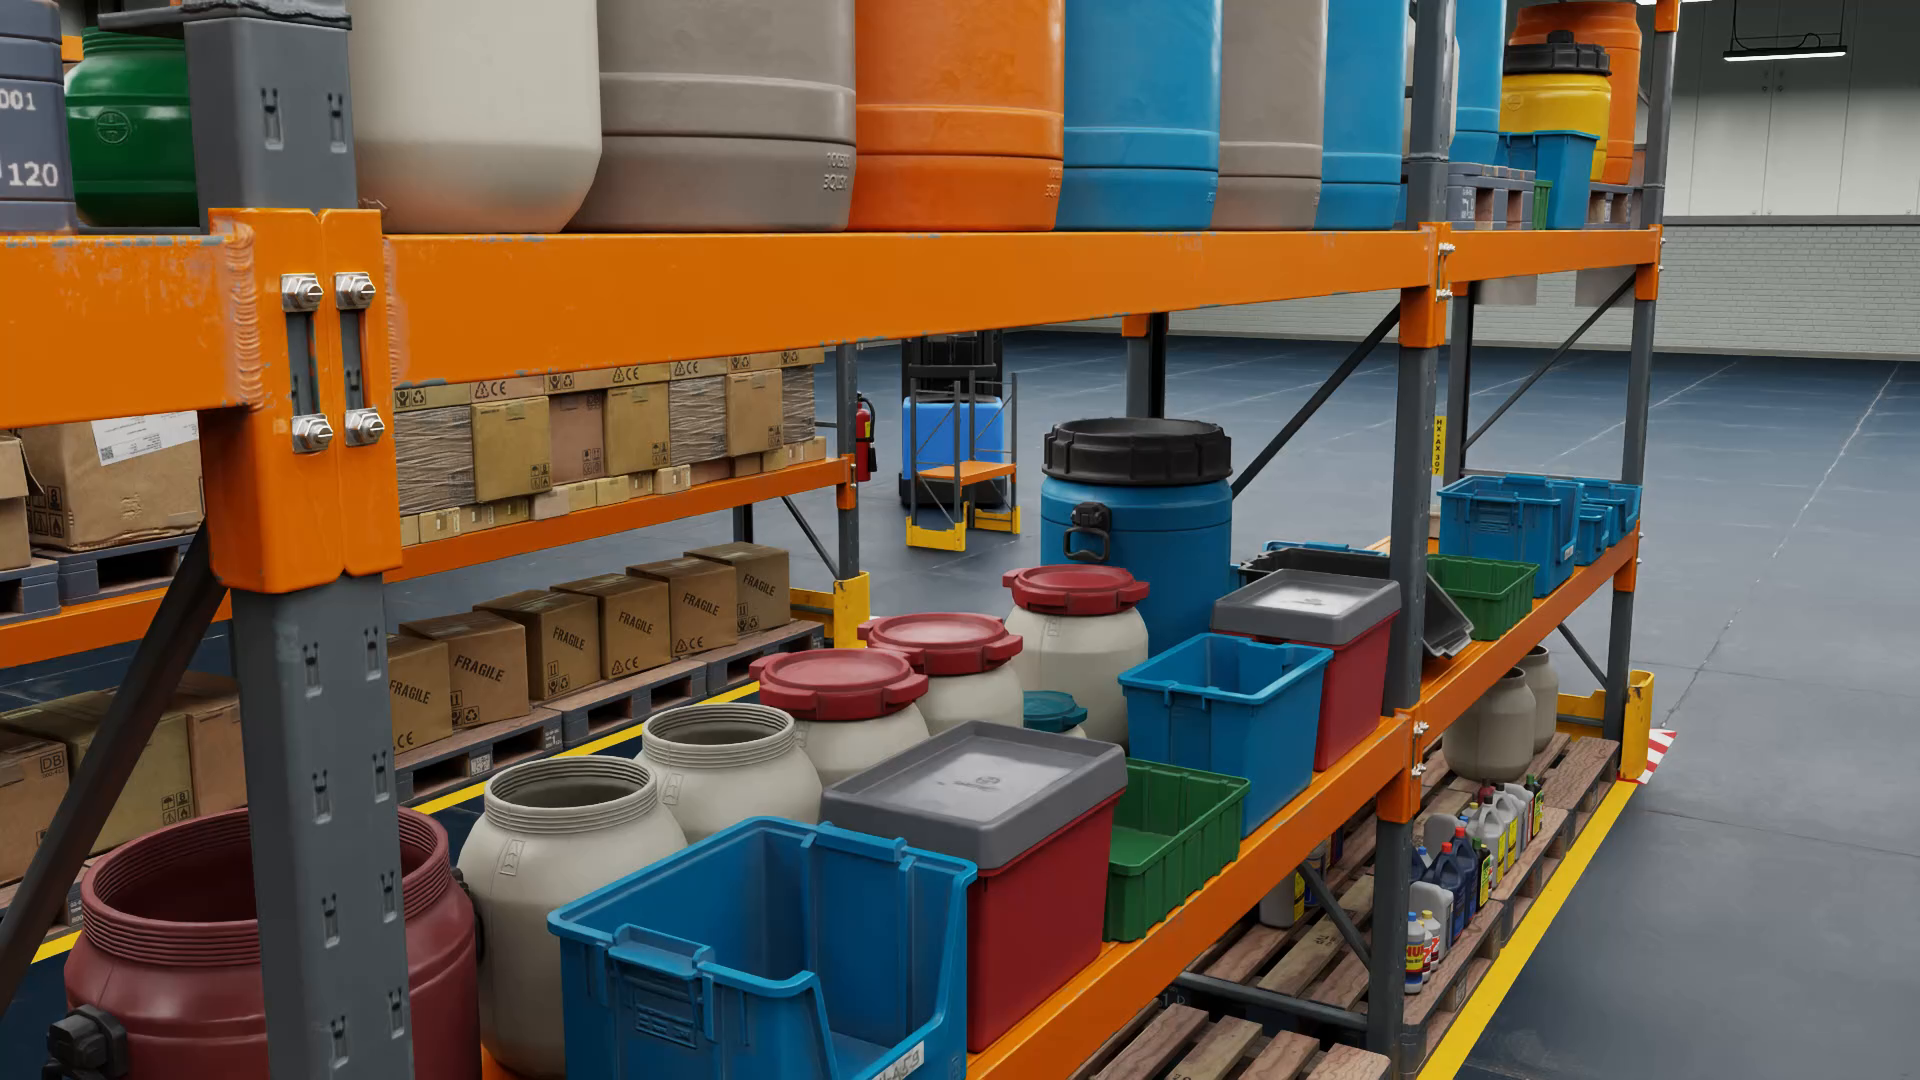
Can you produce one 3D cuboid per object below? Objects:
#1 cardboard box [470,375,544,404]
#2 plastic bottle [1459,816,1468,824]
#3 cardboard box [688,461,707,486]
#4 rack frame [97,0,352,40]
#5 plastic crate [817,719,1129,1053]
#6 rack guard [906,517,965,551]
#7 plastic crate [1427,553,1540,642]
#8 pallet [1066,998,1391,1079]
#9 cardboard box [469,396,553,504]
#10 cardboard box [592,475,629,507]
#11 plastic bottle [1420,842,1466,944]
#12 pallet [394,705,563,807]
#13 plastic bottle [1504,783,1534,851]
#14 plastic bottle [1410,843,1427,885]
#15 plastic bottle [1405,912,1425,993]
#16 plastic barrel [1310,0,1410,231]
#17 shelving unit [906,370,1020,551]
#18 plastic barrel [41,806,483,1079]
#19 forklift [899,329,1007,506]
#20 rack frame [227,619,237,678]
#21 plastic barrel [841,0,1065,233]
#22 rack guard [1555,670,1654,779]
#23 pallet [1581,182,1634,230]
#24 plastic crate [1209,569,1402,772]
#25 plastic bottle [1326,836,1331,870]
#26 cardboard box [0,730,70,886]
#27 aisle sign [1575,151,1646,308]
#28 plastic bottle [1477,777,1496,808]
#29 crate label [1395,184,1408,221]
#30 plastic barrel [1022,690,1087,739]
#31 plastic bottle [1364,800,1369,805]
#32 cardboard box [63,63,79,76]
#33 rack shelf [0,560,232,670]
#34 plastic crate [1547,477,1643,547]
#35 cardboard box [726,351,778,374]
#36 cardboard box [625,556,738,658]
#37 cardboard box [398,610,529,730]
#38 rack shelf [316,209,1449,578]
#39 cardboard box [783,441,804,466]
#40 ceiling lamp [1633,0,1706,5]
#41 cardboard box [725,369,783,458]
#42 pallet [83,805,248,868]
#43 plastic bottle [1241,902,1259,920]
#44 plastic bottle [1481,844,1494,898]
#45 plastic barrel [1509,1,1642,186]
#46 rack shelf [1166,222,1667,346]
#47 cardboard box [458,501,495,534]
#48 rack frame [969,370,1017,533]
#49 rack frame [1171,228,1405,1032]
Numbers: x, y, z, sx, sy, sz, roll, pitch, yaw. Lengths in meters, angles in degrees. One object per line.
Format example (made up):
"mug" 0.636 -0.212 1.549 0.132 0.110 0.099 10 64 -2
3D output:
"cardboard box" -2.511 -0.984 8.557 0.500 0.500 0.500 6 12 31
"plastic bottle" 2.076 1.243 6.869 0.097 0.201 0.097 0 11 0
"cardboard box" -1.750 -0.415 9.997 0.380 0.149 0.250 6 12 31
"rack frame" -1.064 -2.018 1.577 1.000 3.000 0.127 6 12 31
"plastic crate" 0.037 0.674 3.324 0.402 0.464 0.583 6 12 31
"rack guard" -0.219 -0.057 14.873 0.587 0.250 0.087 6 12 31
"plastic crate" 1.959 0.219 6.505 0.450 0.188 0.662 6 12 31
"pallet" 0.639 1.799 5.066 1.003 0.211 1.213 6 12 31
"cardboard box" -2.644 -0.507 8.728 0.875 0.500 0.500 6 12 31
"cardboard box" -2.084 -0.291 9.334 0.380 0.149 0.250 6 12 31
"plastic bottle" 1.787 1.300 6.159 0.144 0.351 0.185 7 13 32
"pallet" -2.902 1.090 8.855 1.003 0.211 1.213 6 12 31
"plastic bottle" 2.357 1.163 7.095 0.152 0.276 0.135 6 12 31
"plastic bottle" 1.664 1.286 6.232 0.144 0.351 0.185 6 12 31
"plastic bottle" 1.553 1.418 5.744 0.097 0.271 0.097 0 11 0
"plastic barrel" 0.935 -1.319 4.629 0.600 0.901 0.708 6 12 31
"shelving unit" 0.040 -0.749 15.176 0.587 1.500 1.083 6 12 31
"plastic barrel" -1.082 0.762 2.661 0.600 0.536 0.708 6 12 31
"forklift" -0.088 -2.021 18.081 1.130 2.935 3.031 0 11 -1
"rack frame" -3.220 -0.172 8.017 1.000 3.000 0.127 6 12 31
"plastic barrel" -0.112 -0.966 2.942 0.600 0.830 0.708 6 12 31
"rack guard" 3.091 0.917 8.991 1.175 0.500 0.348 6 12 31
"pallet" 2.577 -1.589 7.946 1.003 0.211 1.213 6 12 31
"plastic crate" 1.023 0.375 4.920 0.402 0.464 0.583 6 12 31
"plastic bottle" 1.469 1.216 6.788 0.061 0.283 0.133 6 12 31
"cardboard box" -4.111 1.096 6.840 0.700 0.500 0.500 5 12 26
"aisle sign" 3.381 -1.588 8.519 0.394 0.787 0.004 6 12 31
"plastic bottle" 2.265 1.149 7.148 0.061 0.283 0.133 6 12 31
"crate label" 1.836 -1.466 7.183 0.502 0.251 0.408 6 12 31
"plastic barrel" 0.195 0.563 4.468 0.301 0.262 0.301 0 11 0
"plastic bottle" 1.828 1.103 7.615 0.097 0.201 0.097 0 11 0
"cardboard box" -3.549 -1.839 7.348 0.797 0.503 0.637 6 12 28
"rack shelf" -4.258 0.496 6.403 1.077 0.370 4.000 6 12 31
"plastic crate" 3.086 -0.147 8.290 0.499 0.251 0.616 6 12 31
"cardboard box" -1.472 -1.298 10.237 0.500 0.500 0.500 6 12 31
"cardboard box" -1.763 0.415 10.532 0.500 0.500 0.500 -10 14 -43
"cardboard box" -2.687 0.700 9.009 0.500 0.500 0.500 -9 14 -39
"rack shelf" -0.025 -0.505 3.599 1.077 0.370 4.000 6 12 31
"cardboard box" -1.245 -0.574 10.845 0.380 0.149 0.250 6 12 31
"ceiling lamp" 10.260 -8.859 22.255 2.000 3.185 0.800 6 12 31
"cardboard box" -1.609 -0.822 10.411 0.875 0.500 0.500 6 12 31
"pallet" -3.623 1.321 7.618 1.003 0.211 1.213 6 12 31
"plastic bottle" 1.101 1.258 6.380 0.144 0.351 0.185 6 12 29
"plastic bottle" 2.052 1.301 6.557 0.097 0.201 0.097 0 11 0
"plastic barrel" 2.946 -2.131 8.022 0.600 0.830 0.708 6 12 31
"rack shelf" 2.051 -1.134 6.959 1.077 0.370 4.000 6 12 31
"cardboard box" -2.604 -0.134 8.494 0.380 0.149 0.250 6 12 31
"rack frame" 0.308 -0.831 15.611 0.500 1.500 0.032 6 12 31
"rack frame" 1.010 0.301 5.491 0.949 2.616 0.053 6 12 31
